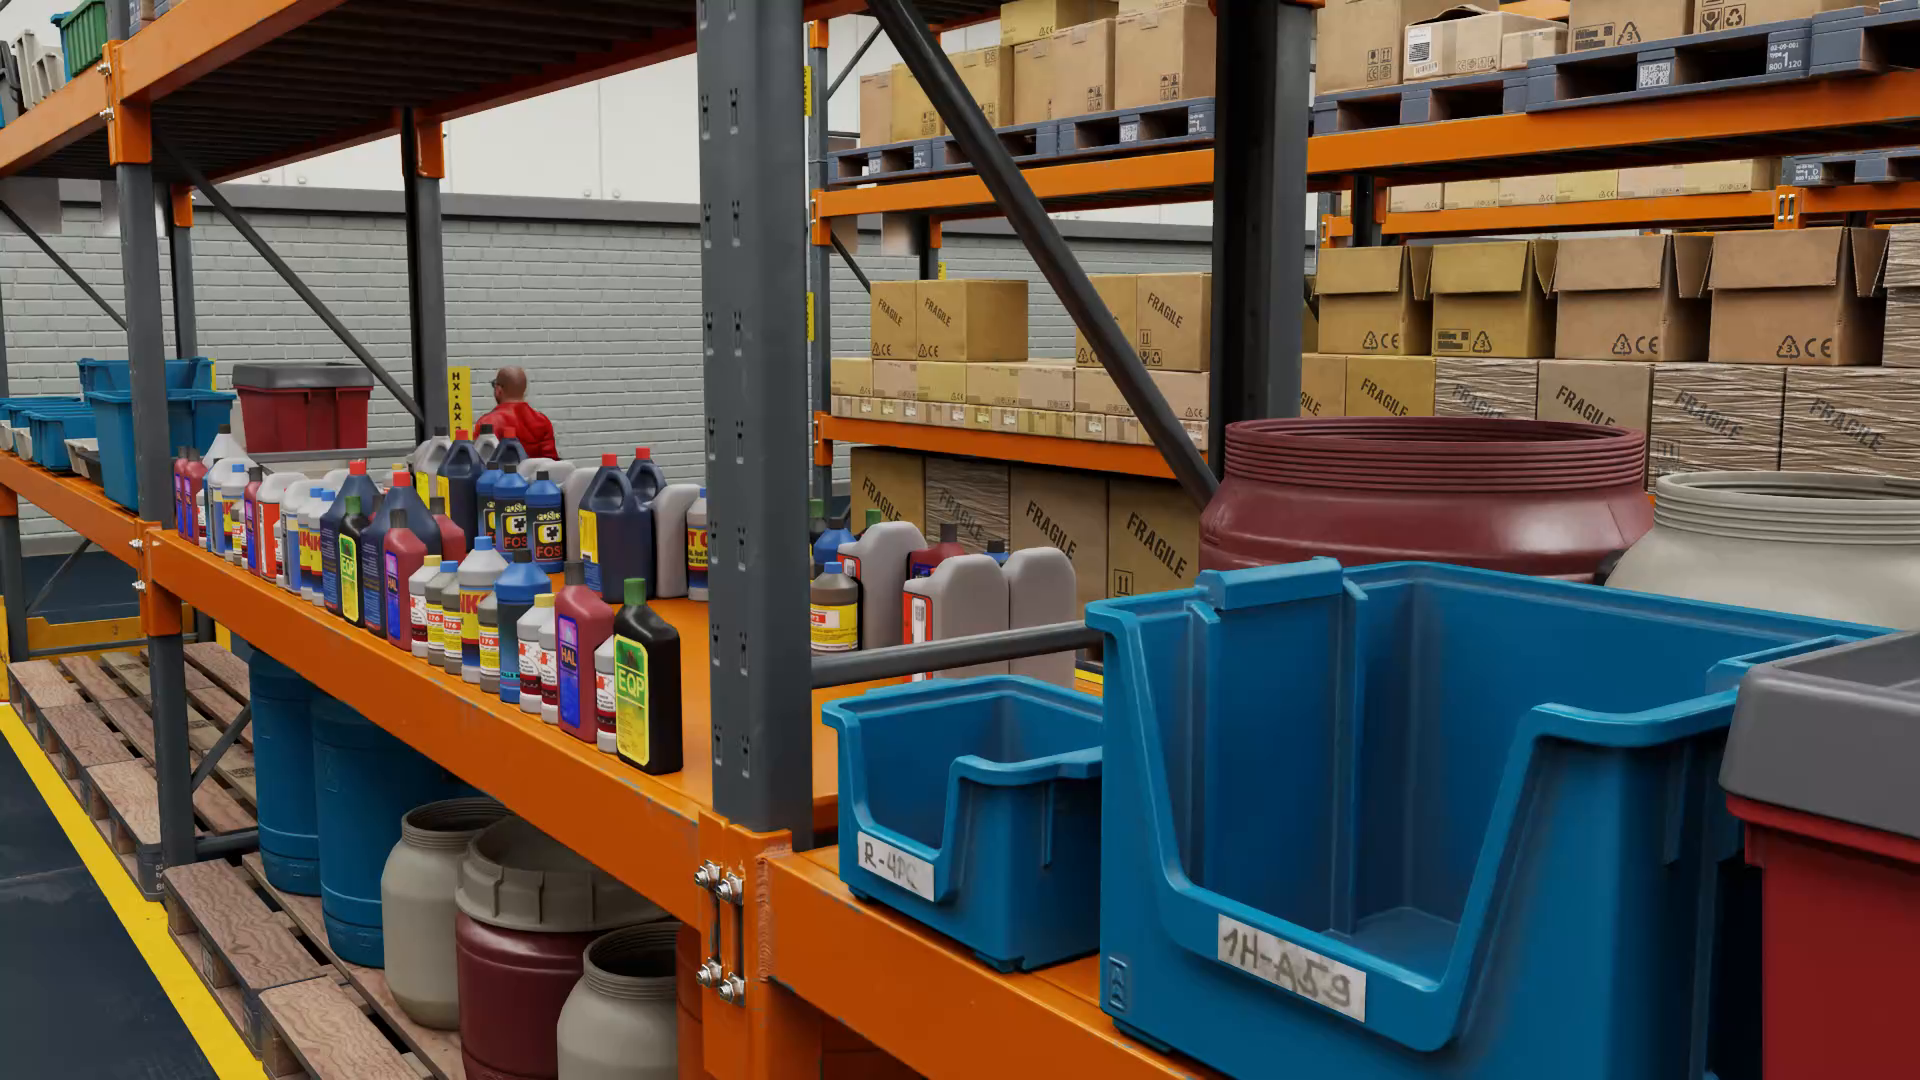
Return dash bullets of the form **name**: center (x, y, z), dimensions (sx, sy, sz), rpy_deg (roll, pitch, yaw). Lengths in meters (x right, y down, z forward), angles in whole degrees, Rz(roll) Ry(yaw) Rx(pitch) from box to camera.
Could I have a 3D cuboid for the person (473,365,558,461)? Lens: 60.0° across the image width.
- **person**: center (-2.564, -0.152, 9.467), dimensions (1.015, 1.677, 0.532), rpy_deg (4, 9, 28)
